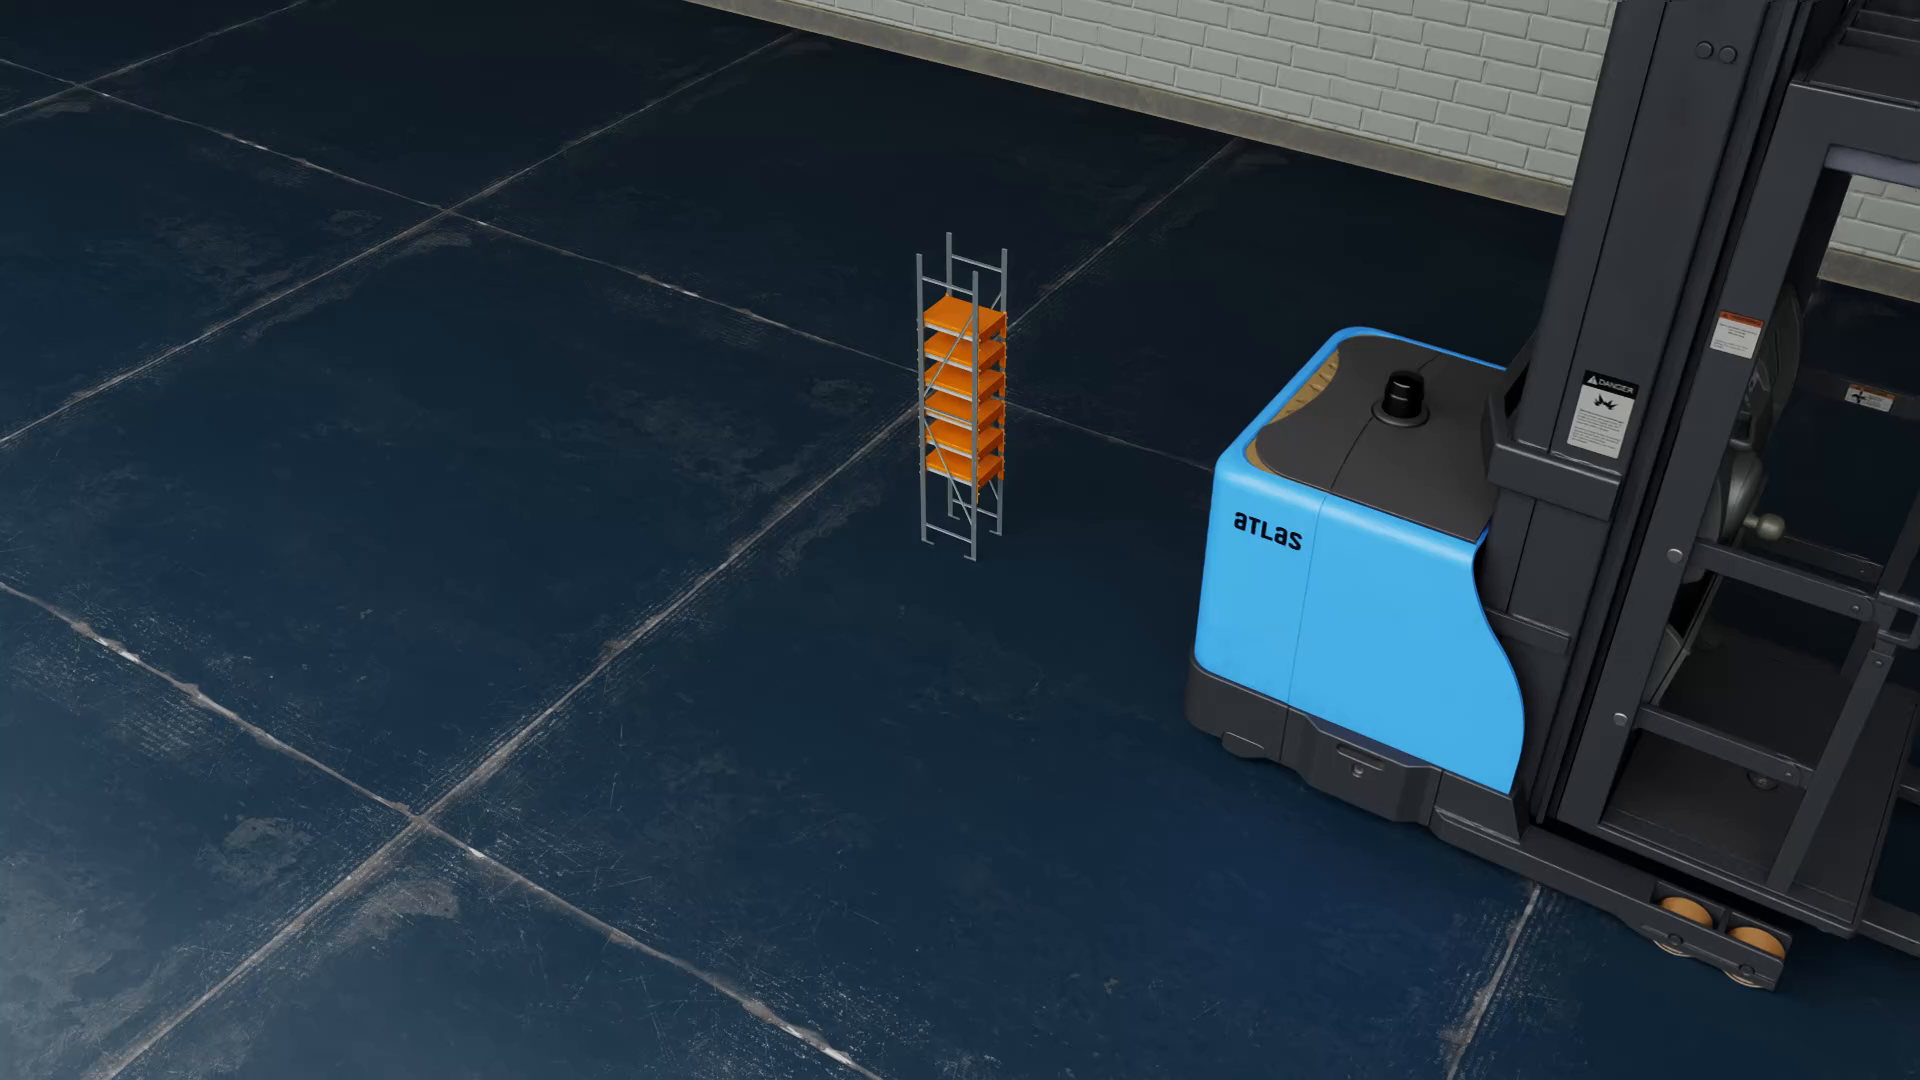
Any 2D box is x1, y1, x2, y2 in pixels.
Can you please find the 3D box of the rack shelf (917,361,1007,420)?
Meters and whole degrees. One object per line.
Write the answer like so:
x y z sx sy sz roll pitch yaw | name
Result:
0.008 -0.542 5.847 0.258 0.103 0.180 21 42 25 | rack shelf

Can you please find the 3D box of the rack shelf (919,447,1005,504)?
0.008 -0.257 6.067 0.258 0.103 0.180 21 42 25 | rack shelf

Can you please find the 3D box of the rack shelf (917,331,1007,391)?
0.008 -0.638 5.774 0.258 0.103 0.180 21 42 25 | rack shelf

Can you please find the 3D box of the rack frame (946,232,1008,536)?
0.057 -0.530 5.955 0.240 1.200 0.006 21 42 25 | rack frame

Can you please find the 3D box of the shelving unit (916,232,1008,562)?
0.008 -0.483 5.893 0.258 1.200 0.189 21 42 25 | shelving unit

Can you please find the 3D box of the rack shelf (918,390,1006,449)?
0.008 -0.447 5.920 0.258 0.103 0.180 21 42 25 | rack shelf

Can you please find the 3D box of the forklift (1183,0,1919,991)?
2.239 -0.289 4.225 3.031 2.935 1.130 22 43 26 | forklift

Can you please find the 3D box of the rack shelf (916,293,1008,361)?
0.008 -0.733 5.701 0.258 0.103 0.180 21 42 25 | rack shelf

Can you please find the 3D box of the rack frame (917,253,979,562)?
-0.041 -0.435 5.832 0.240 1.200 0.006 21 42 25 | rack frame

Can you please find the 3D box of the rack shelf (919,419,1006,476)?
0.008 -0.352 5.994 0.258 0.103 0.180 21 42 25 | rack shelf
